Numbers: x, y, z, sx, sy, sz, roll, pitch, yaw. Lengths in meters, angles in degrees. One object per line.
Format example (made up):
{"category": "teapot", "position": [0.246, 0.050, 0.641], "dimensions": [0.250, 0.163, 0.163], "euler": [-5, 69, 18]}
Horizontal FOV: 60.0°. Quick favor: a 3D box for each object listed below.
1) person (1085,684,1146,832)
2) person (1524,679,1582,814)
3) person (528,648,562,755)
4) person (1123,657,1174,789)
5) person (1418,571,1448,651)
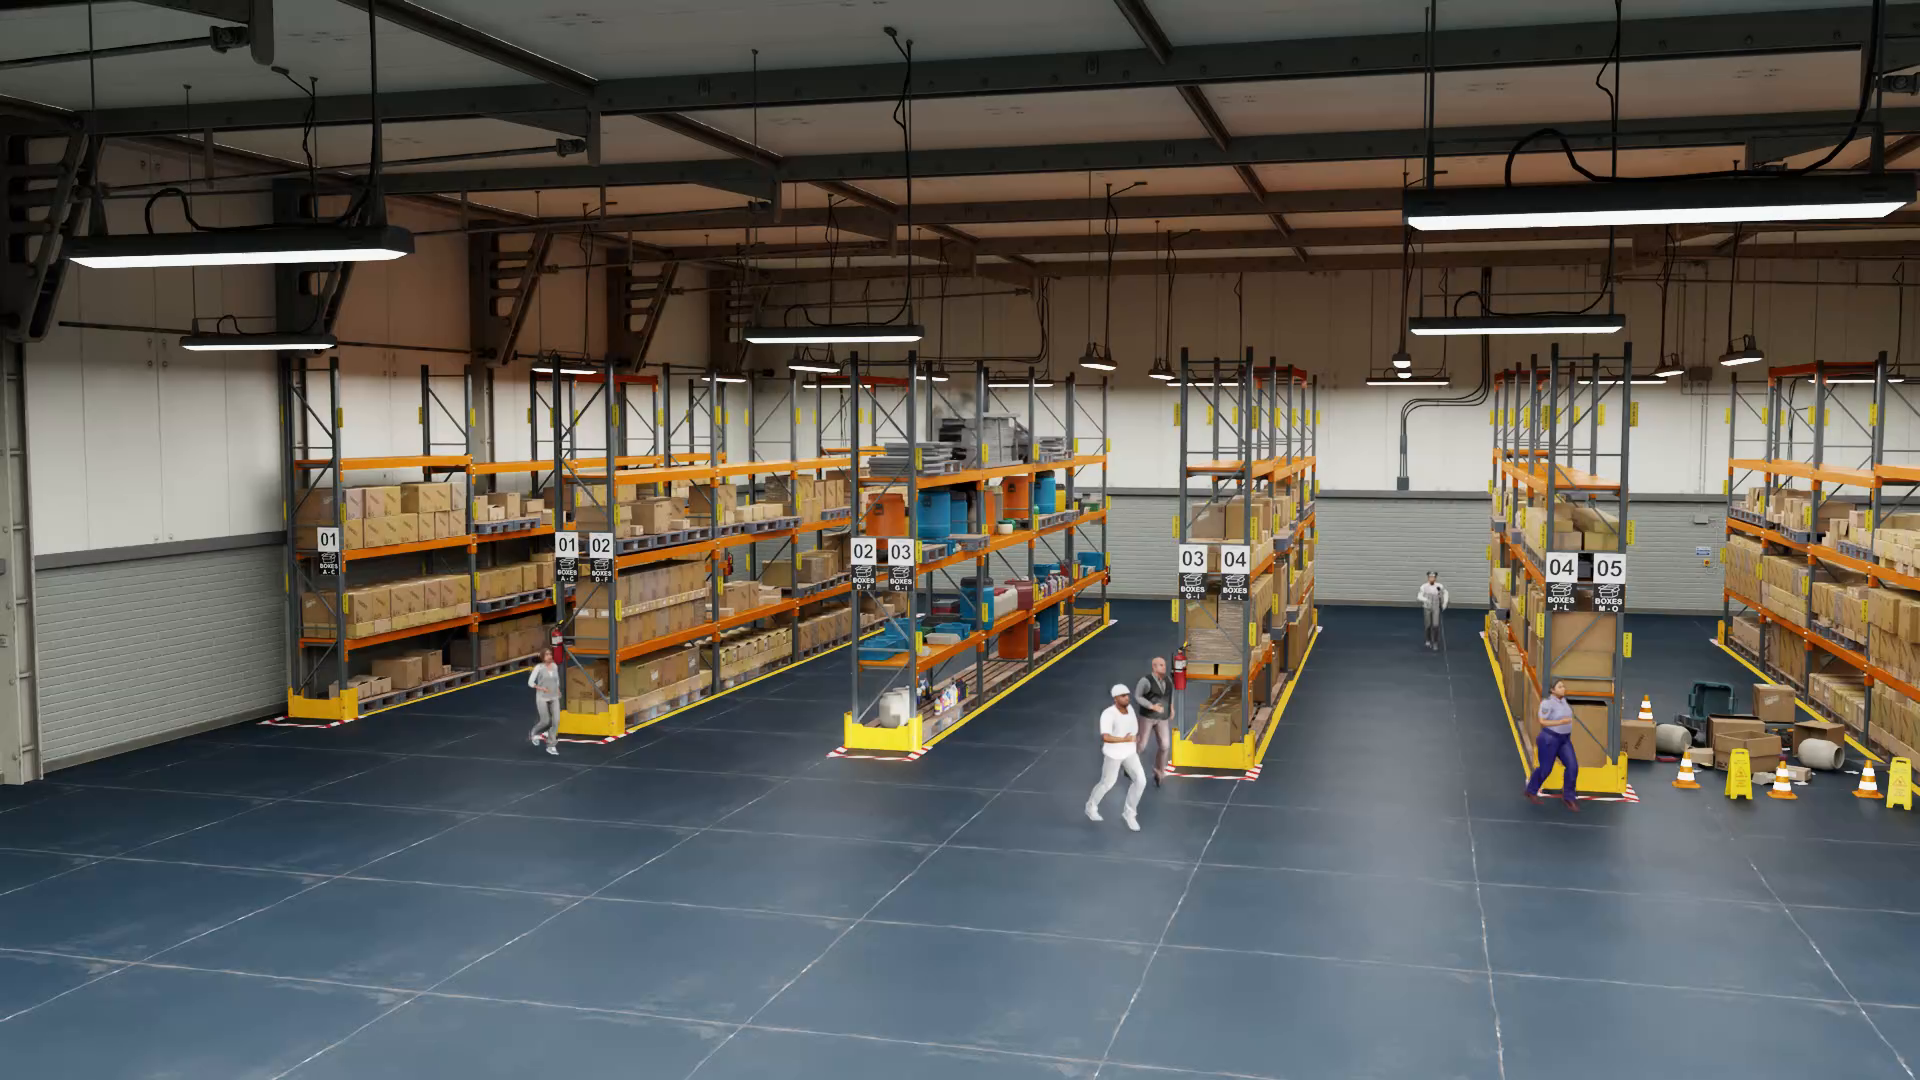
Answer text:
{"category": "person", "position": [1.942, 2.636, 20.281], "dimensions": [0.710, 1.800, 0.894], "euler": [-3, 5, -37]}
{"category": "person", "position": [7.595, 2.625, 21.274], "dimensions": [0.600, 1.699, 0.732], "euler": [-2, 5, -30]}
{"category": "person", "position": [-6.206, 2.399, 24.869], "dimensions": [0.535, 1.592, 0.637], "euler": [-3, 5, -40]}
{"category": "person", "position": [2.664, 2.492, 22.742], "dimensions": [0.705, 1.794, 0.746], "euler": [-2, 5, -23]}
{"category": "person", "position": [10.224, 1.534, 35.982], "dimensions": [0.624, 1.761, 0.727], "euler": [1, 4, 16]}
